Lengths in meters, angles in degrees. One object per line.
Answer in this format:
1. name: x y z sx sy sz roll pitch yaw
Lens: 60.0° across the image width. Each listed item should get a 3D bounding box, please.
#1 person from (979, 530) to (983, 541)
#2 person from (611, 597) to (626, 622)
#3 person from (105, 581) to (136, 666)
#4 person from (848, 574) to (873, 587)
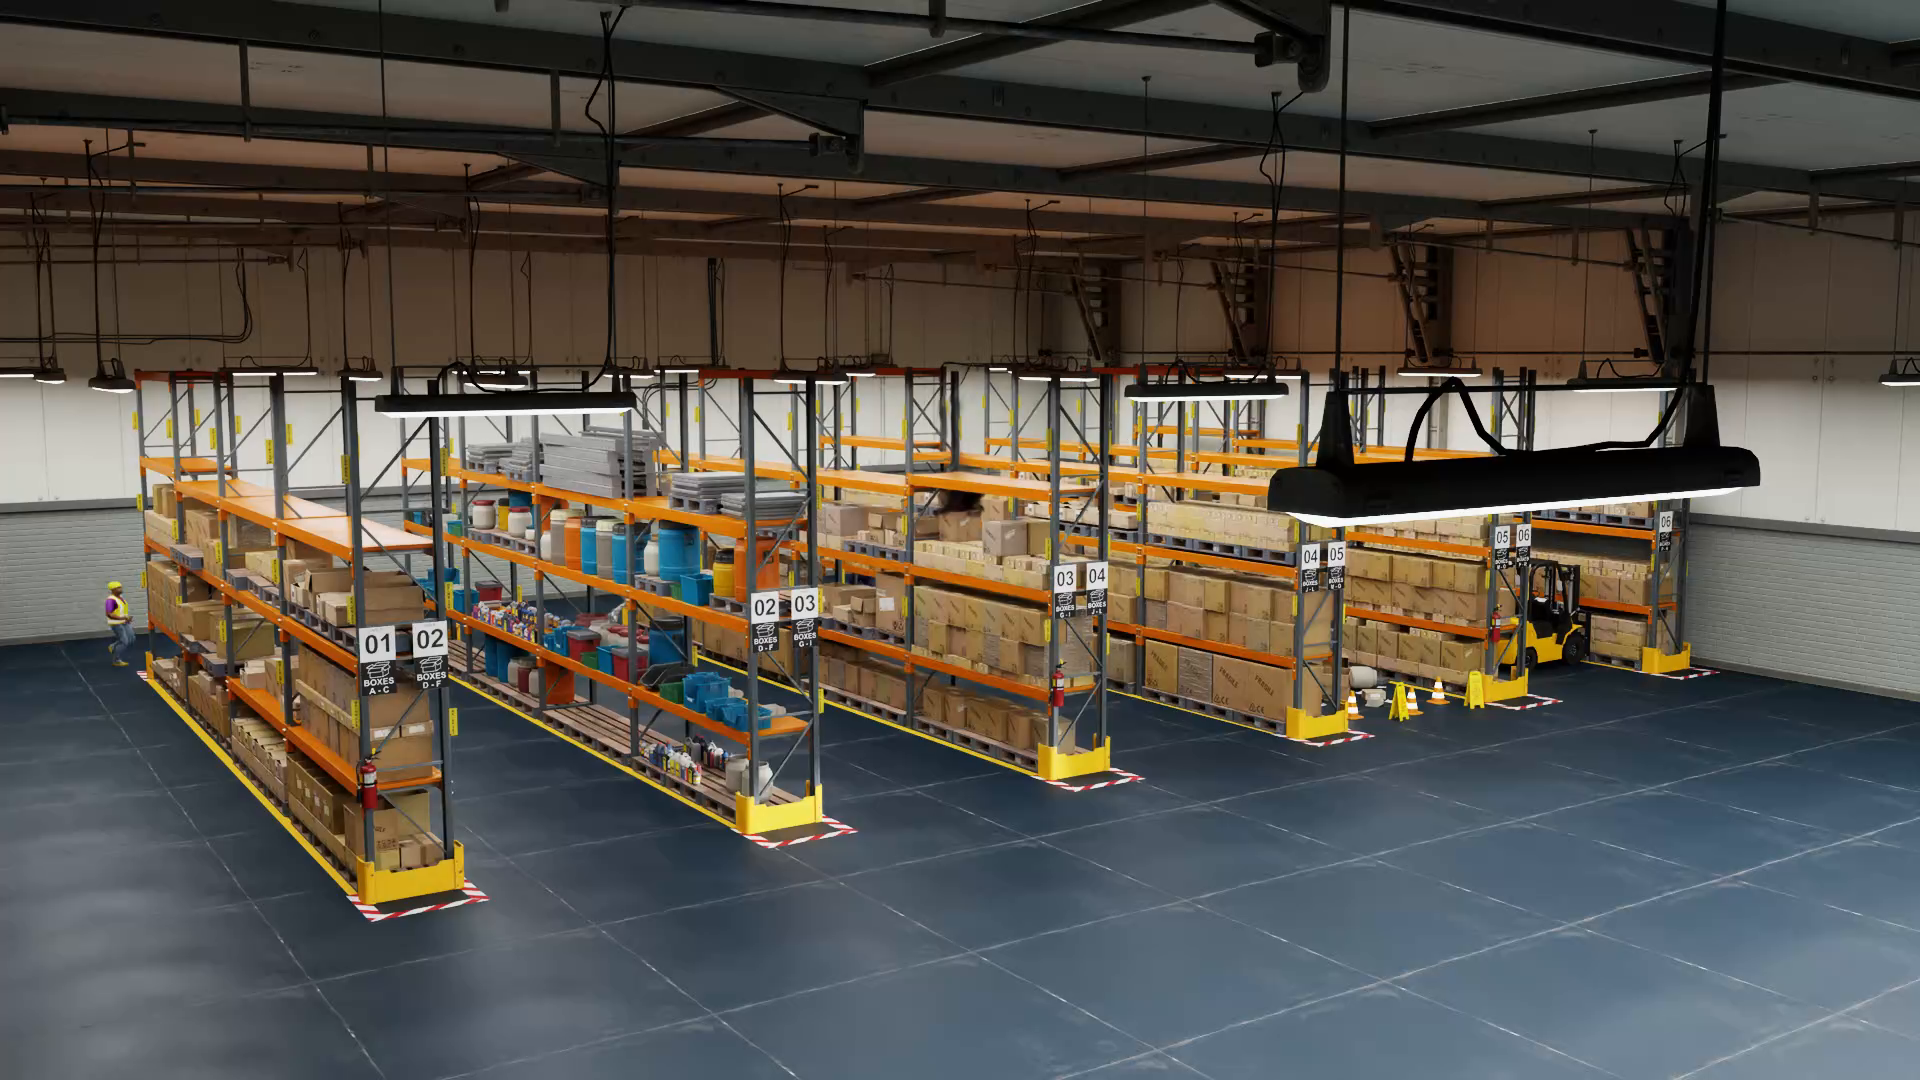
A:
1. person: 0.601 0.446 44.756 0.584 1.664 0.721 -1 7 -10
2. person: -7.820 1.165 38.809 0.830 1.555 0.571 -6 9 -42
3. person: -17.000 1.687 33.625 0.582 1.723 0.700 -1 6 -4
4. person: -2.486 0.816 42.162 0.701 1.620 0.756 1 7 9
